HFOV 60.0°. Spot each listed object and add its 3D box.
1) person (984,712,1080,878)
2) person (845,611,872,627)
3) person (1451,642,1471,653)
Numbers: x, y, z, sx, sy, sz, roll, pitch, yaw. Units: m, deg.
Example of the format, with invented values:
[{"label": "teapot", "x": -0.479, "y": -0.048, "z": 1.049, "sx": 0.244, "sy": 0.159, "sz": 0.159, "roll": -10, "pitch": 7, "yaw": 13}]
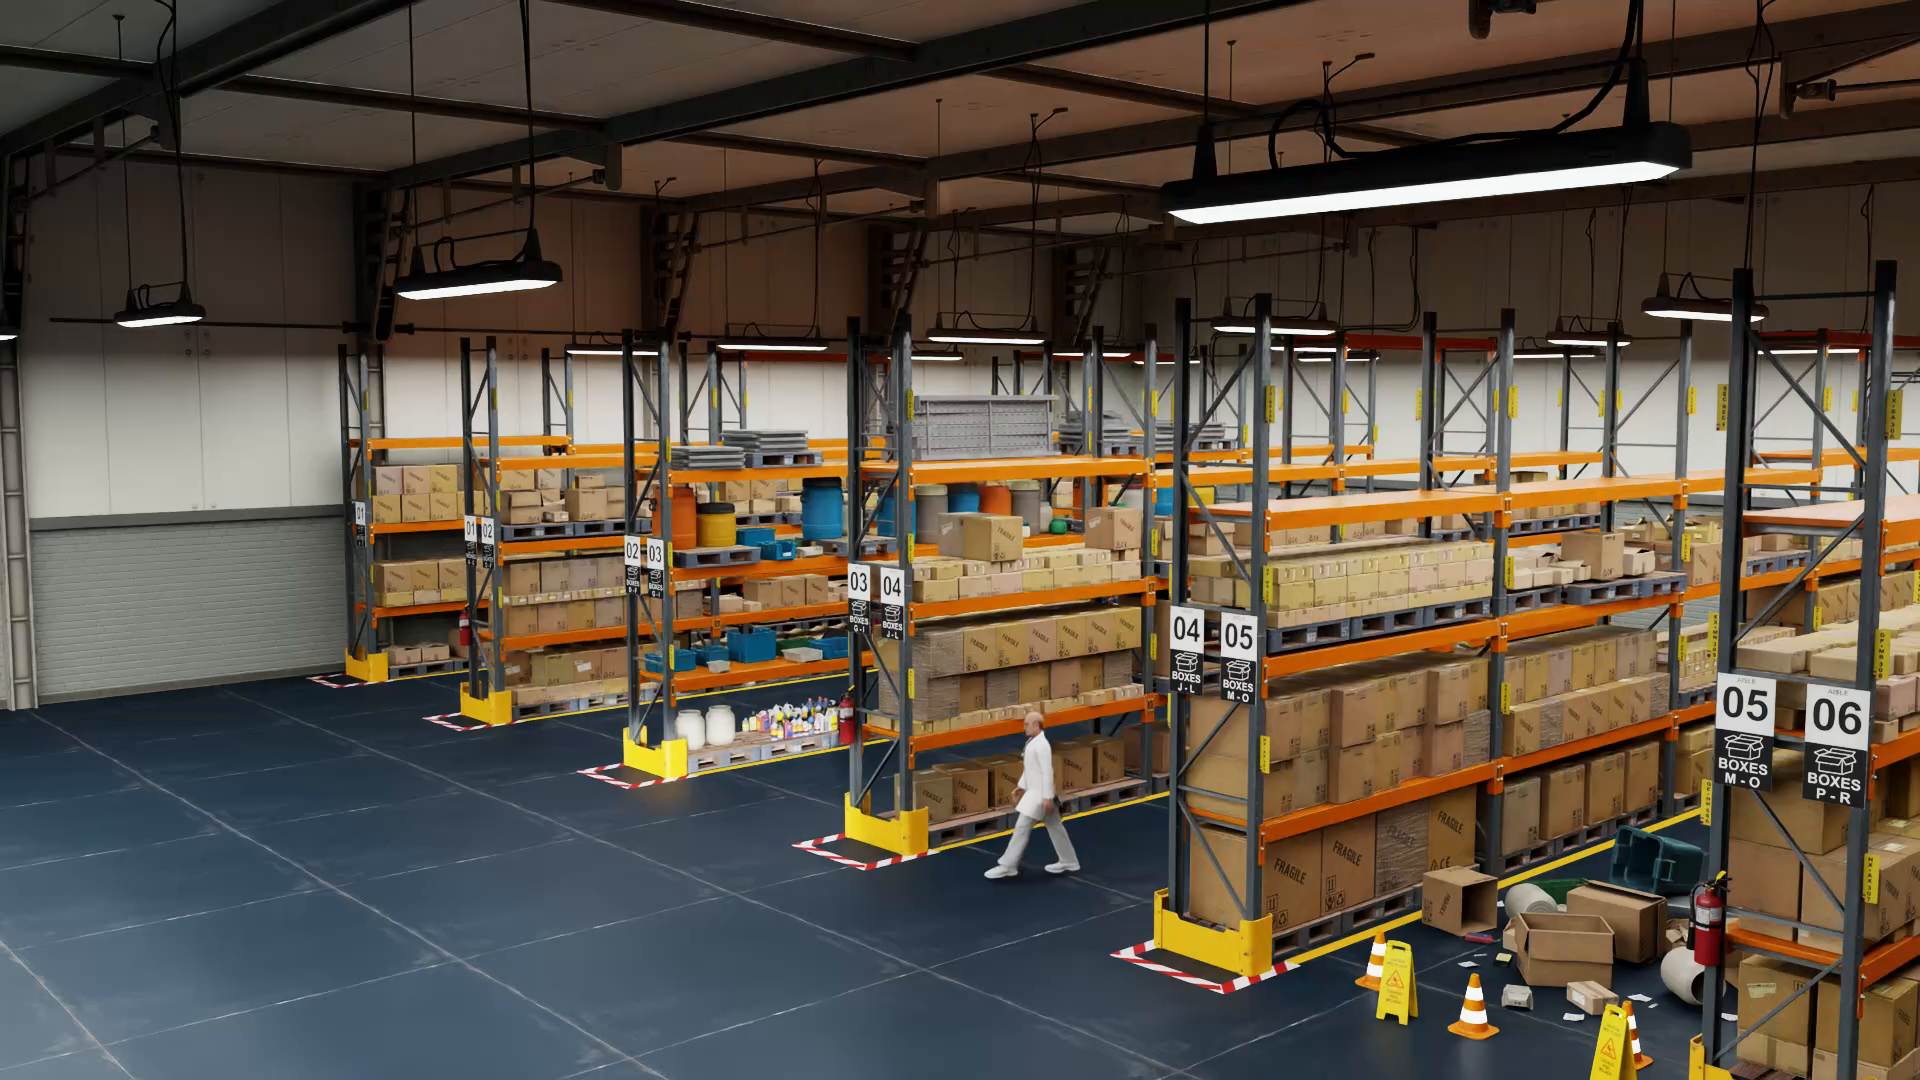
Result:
[{"label": "person", "x": 0.775, "y": 2.689, "z": 17.667, "sx": 1.017, "sy": 1.735, "sz": 0.608, "roll": 0, "pitch": 5, "yaw": 3}, {"label": "person", "x": -2.056, "y": 1.302, "z": 33.128, "sx": 1.054, "sy": 1.718, "sz": 0.625, "roll": -4, "pitch": 7, "yaw": -41}, {"label": "person", "x": 7.372, "y": 2.218, "z": 24.050, "sx": 0.686, "sy": 1.603, "sz": 0.669, "roll": -3, "pitch": 6, "yaw": -32}]
